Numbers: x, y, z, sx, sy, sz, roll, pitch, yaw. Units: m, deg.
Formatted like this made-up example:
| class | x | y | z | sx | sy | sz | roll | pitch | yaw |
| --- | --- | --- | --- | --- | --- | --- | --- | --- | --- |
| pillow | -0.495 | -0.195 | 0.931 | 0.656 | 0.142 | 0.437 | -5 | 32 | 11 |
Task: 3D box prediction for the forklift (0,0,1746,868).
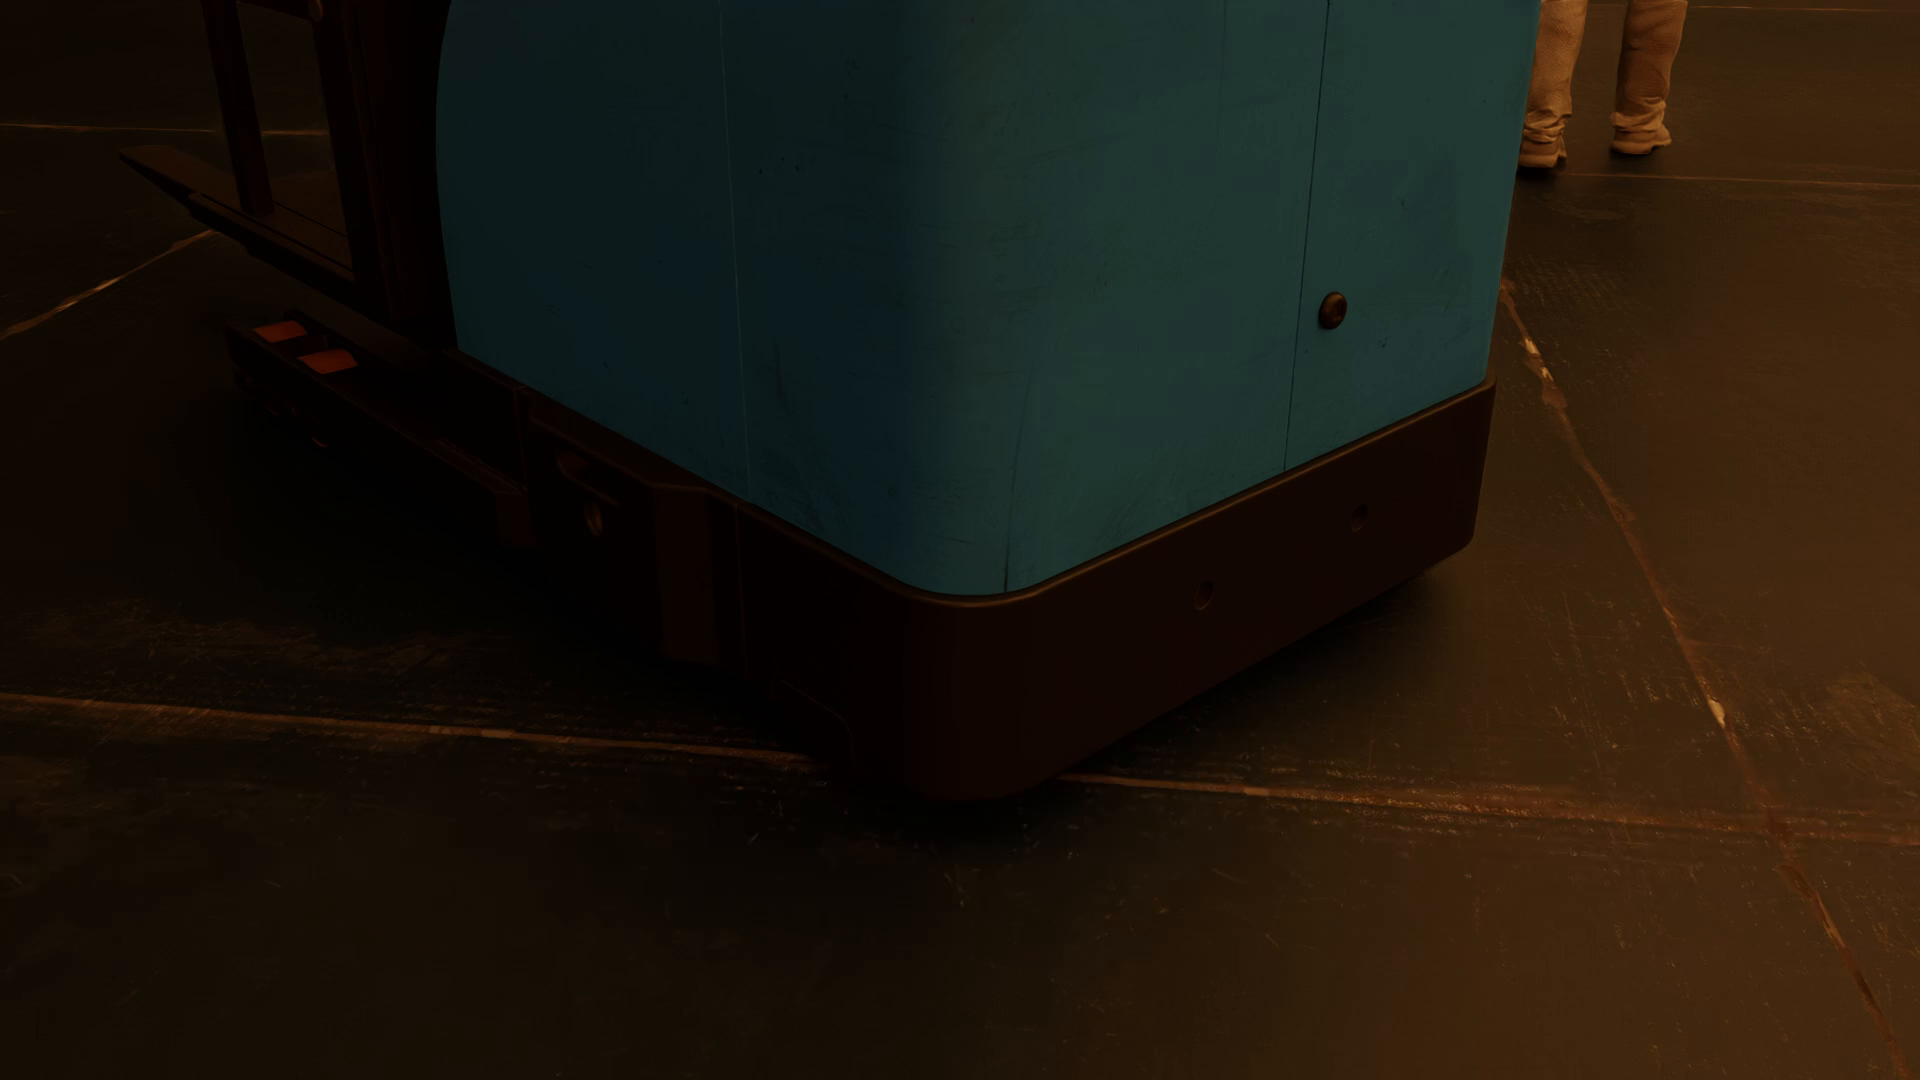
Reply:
| class | x | y | z | sx | sy | sz | roll | pitch | yaw |
| --- | --- | --- | --- | --- | --- | --- | --- | --- | --- |
| forklift | -0.547 | -1.418 | 2.059 | 3.031 | 2.935 | 1.130 | 13 | 29 | 24 |
